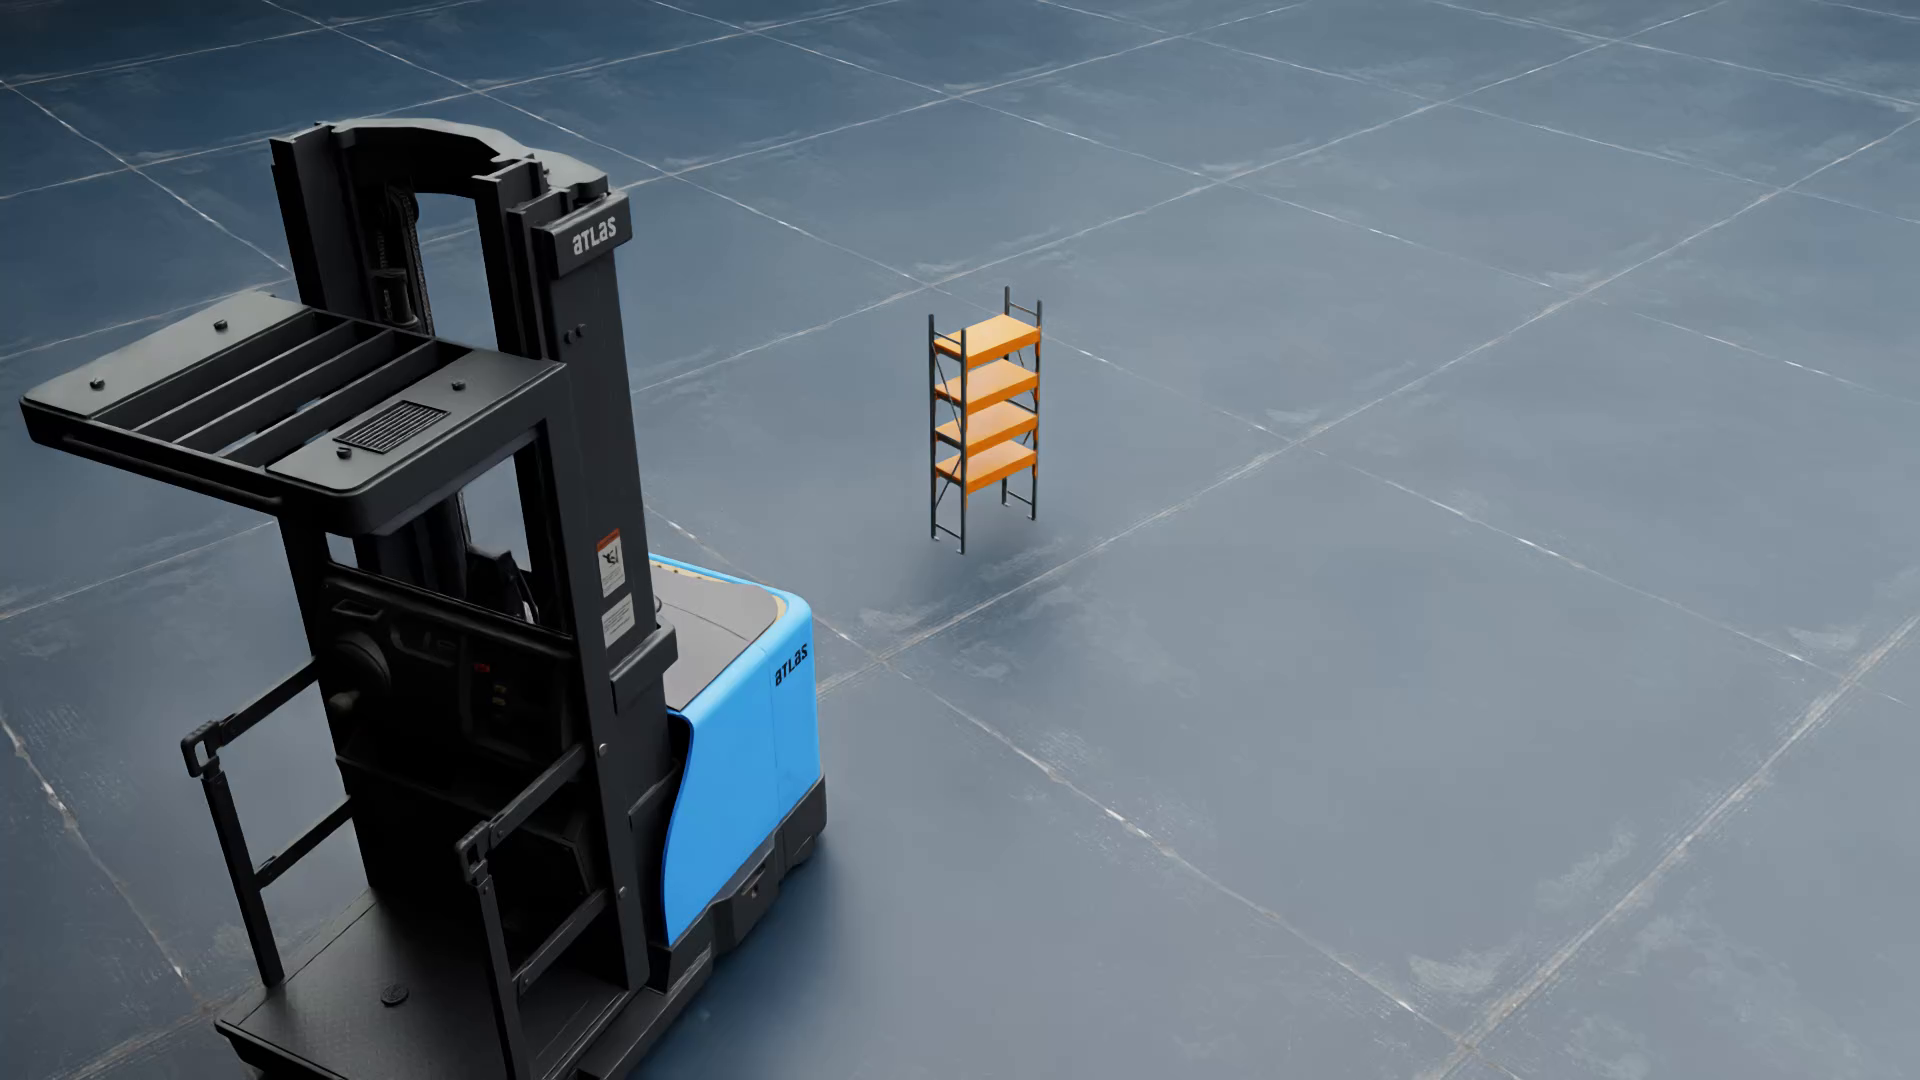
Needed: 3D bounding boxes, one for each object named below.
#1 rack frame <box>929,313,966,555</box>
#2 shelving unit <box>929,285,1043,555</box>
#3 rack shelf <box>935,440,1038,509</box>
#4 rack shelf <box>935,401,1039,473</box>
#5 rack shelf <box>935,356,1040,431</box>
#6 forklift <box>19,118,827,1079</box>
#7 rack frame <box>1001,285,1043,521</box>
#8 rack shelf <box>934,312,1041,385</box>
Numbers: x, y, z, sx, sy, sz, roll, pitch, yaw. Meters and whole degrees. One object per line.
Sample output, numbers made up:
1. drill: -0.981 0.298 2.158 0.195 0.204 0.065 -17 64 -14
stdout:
1. rack frame: -0.058 -0.484 7.891 0.015 1.200 0.240 -26 40 -35
2. shelving unit: 0.121 -0.571 8.033 0.503 1.200 0.258 -26 40 -35
3. rack shelf: 0.121 -0.344 8.172 0.480 0.148 0.258 -26 40 -35
4. rack shelf: 0.121 -0.513 8.068 0.480 0.148 0.258 -26 40 -35
5. rack shelf: 0.121 -0.704 7.951 0.480 0.148 0.258 -26 40 -35
6. forklift: -1.615 0.446 4.711 1.130 2.935 3.031 15 34 22
7. rack frame: 0.300 -0.657 8.175 0.015 1.200 0.240 -26 40 -35
8. rack shelf: 0.121 -0.906 7.828 0.480 0.148 0.258 -26 40 -35
